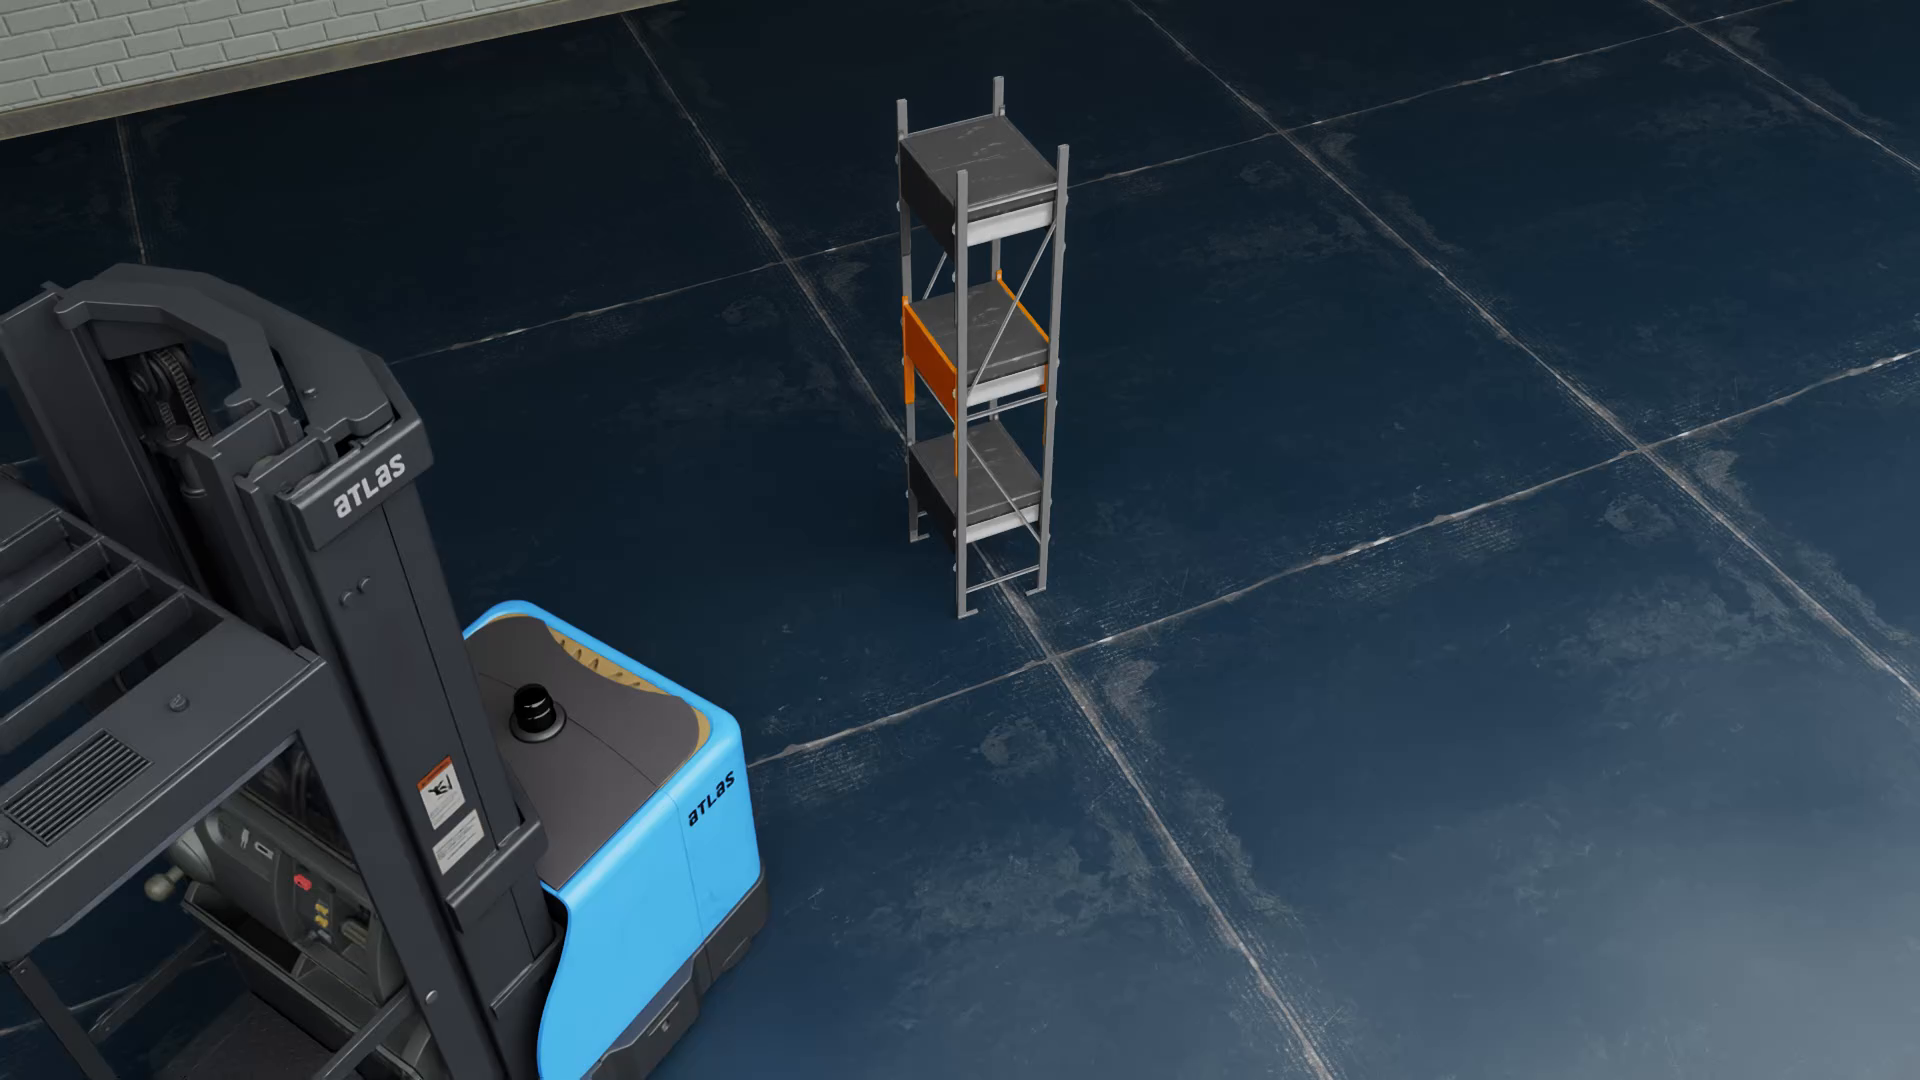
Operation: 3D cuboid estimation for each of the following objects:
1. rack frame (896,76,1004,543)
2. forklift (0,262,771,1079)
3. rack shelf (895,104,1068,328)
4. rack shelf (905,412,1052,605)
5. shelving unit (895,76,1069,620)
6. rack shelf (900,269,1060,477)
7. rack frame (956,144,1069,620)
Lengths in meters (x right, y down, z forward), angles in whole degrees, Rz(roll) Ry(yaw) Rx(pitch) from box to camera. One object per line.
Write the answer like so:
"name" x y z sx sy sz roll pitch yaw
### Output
"rack frame" -0.033 -0.797 6.432 0.400 2.100 0.015 -18 47 -17
"forklift" -1.888 0.940 4.079 1.130 2.935 3.031 25 50 23
"rack shelf" 0.070 -1.130 5.792 0.431 0.518 0.480 -18 47 -17
"rack shelf" 0.070 -0.134 6.776 0.431 0.518 0.480 -18 47 -17
"shelving unit" 0.070 -0.642 6.274 0.431 2.100 0.503 -18 47 -17
"rack shelf" 0.070 -0.632 6.284 0.431 0.518 0.480 -18 47 -17
"rack frame" 0.172 -0.486 6.117 0.400 2.100 0.015 -18 47 -17
